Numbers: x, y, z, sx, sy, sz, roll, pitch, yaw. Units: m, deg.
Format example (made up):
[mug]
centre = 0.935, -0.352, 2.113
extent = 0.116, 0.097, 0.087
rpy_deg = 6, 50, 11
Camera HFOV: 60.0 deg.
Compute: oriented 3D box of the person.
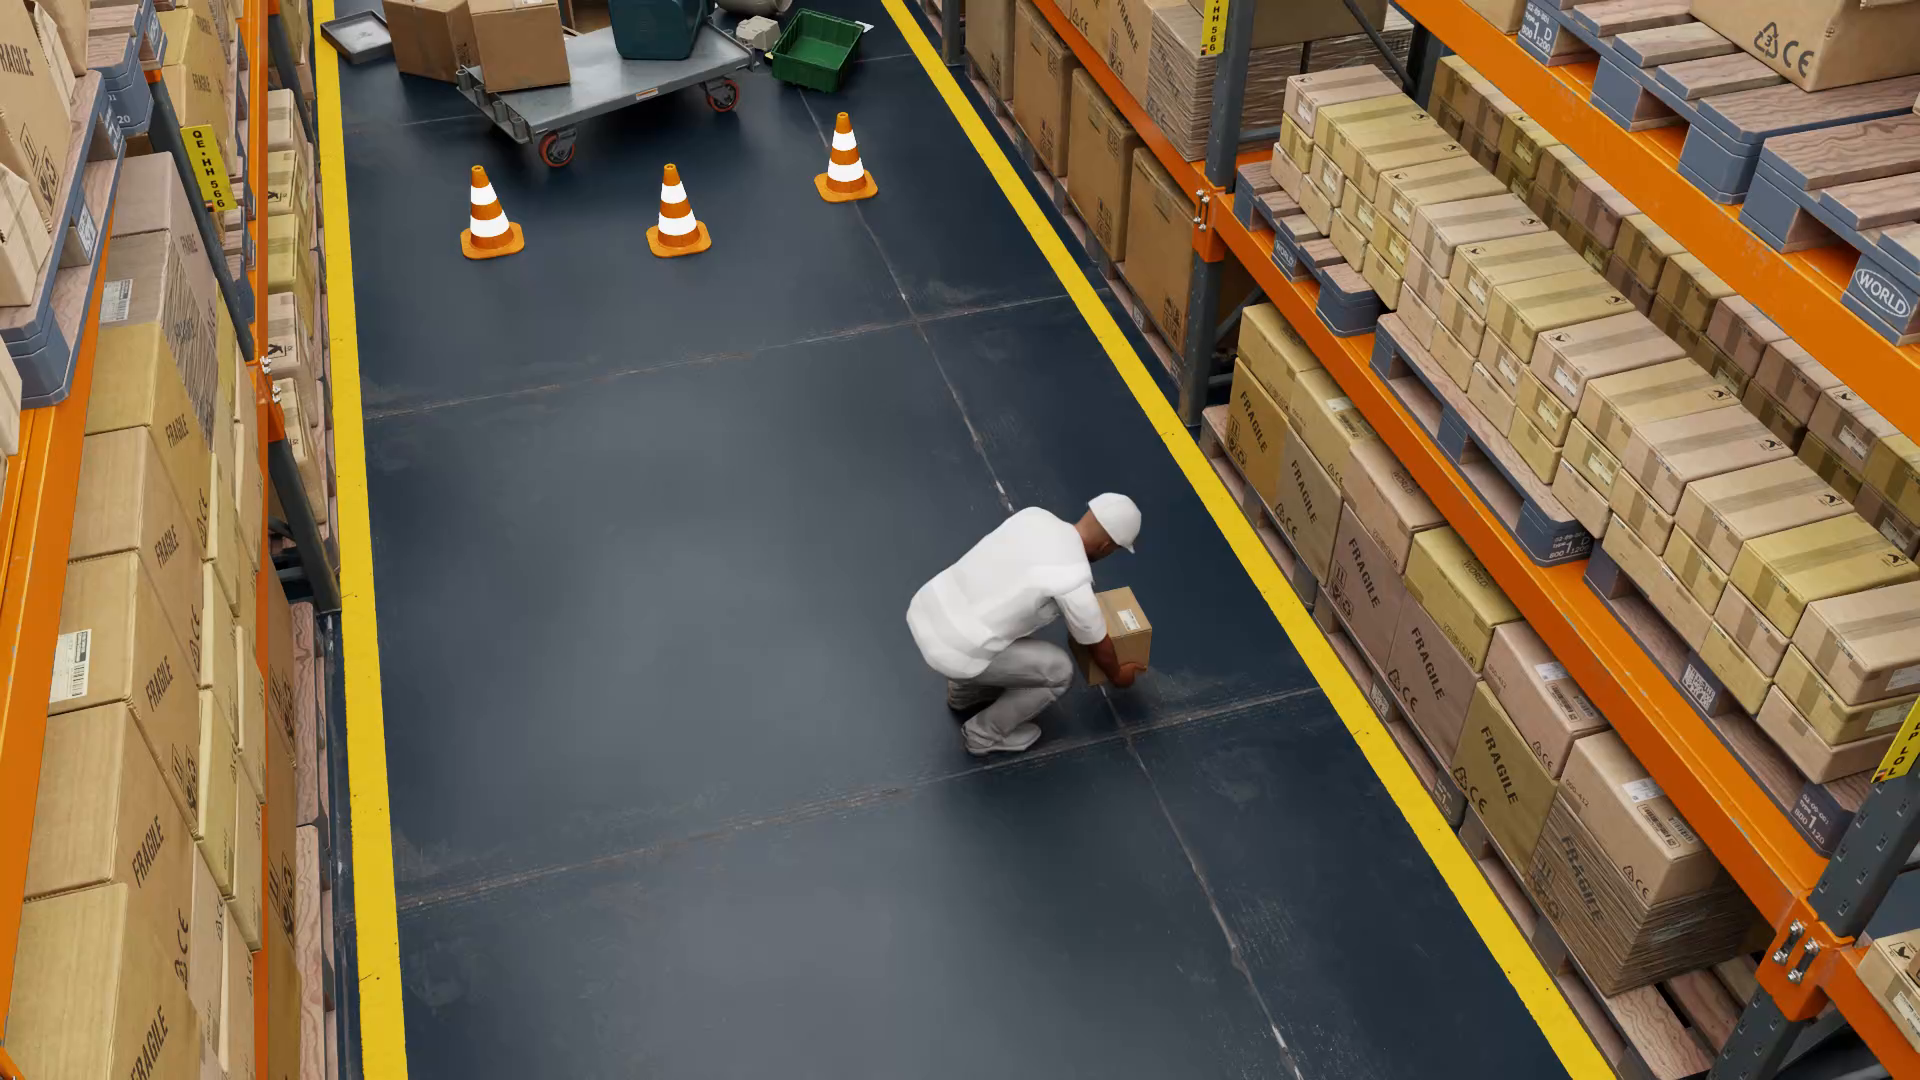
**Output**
[person]
centre = 0.257, 0.302, 6.378
extent = 0.927, 1.007, 0.530
rpy_deg = -13, 44, -14
